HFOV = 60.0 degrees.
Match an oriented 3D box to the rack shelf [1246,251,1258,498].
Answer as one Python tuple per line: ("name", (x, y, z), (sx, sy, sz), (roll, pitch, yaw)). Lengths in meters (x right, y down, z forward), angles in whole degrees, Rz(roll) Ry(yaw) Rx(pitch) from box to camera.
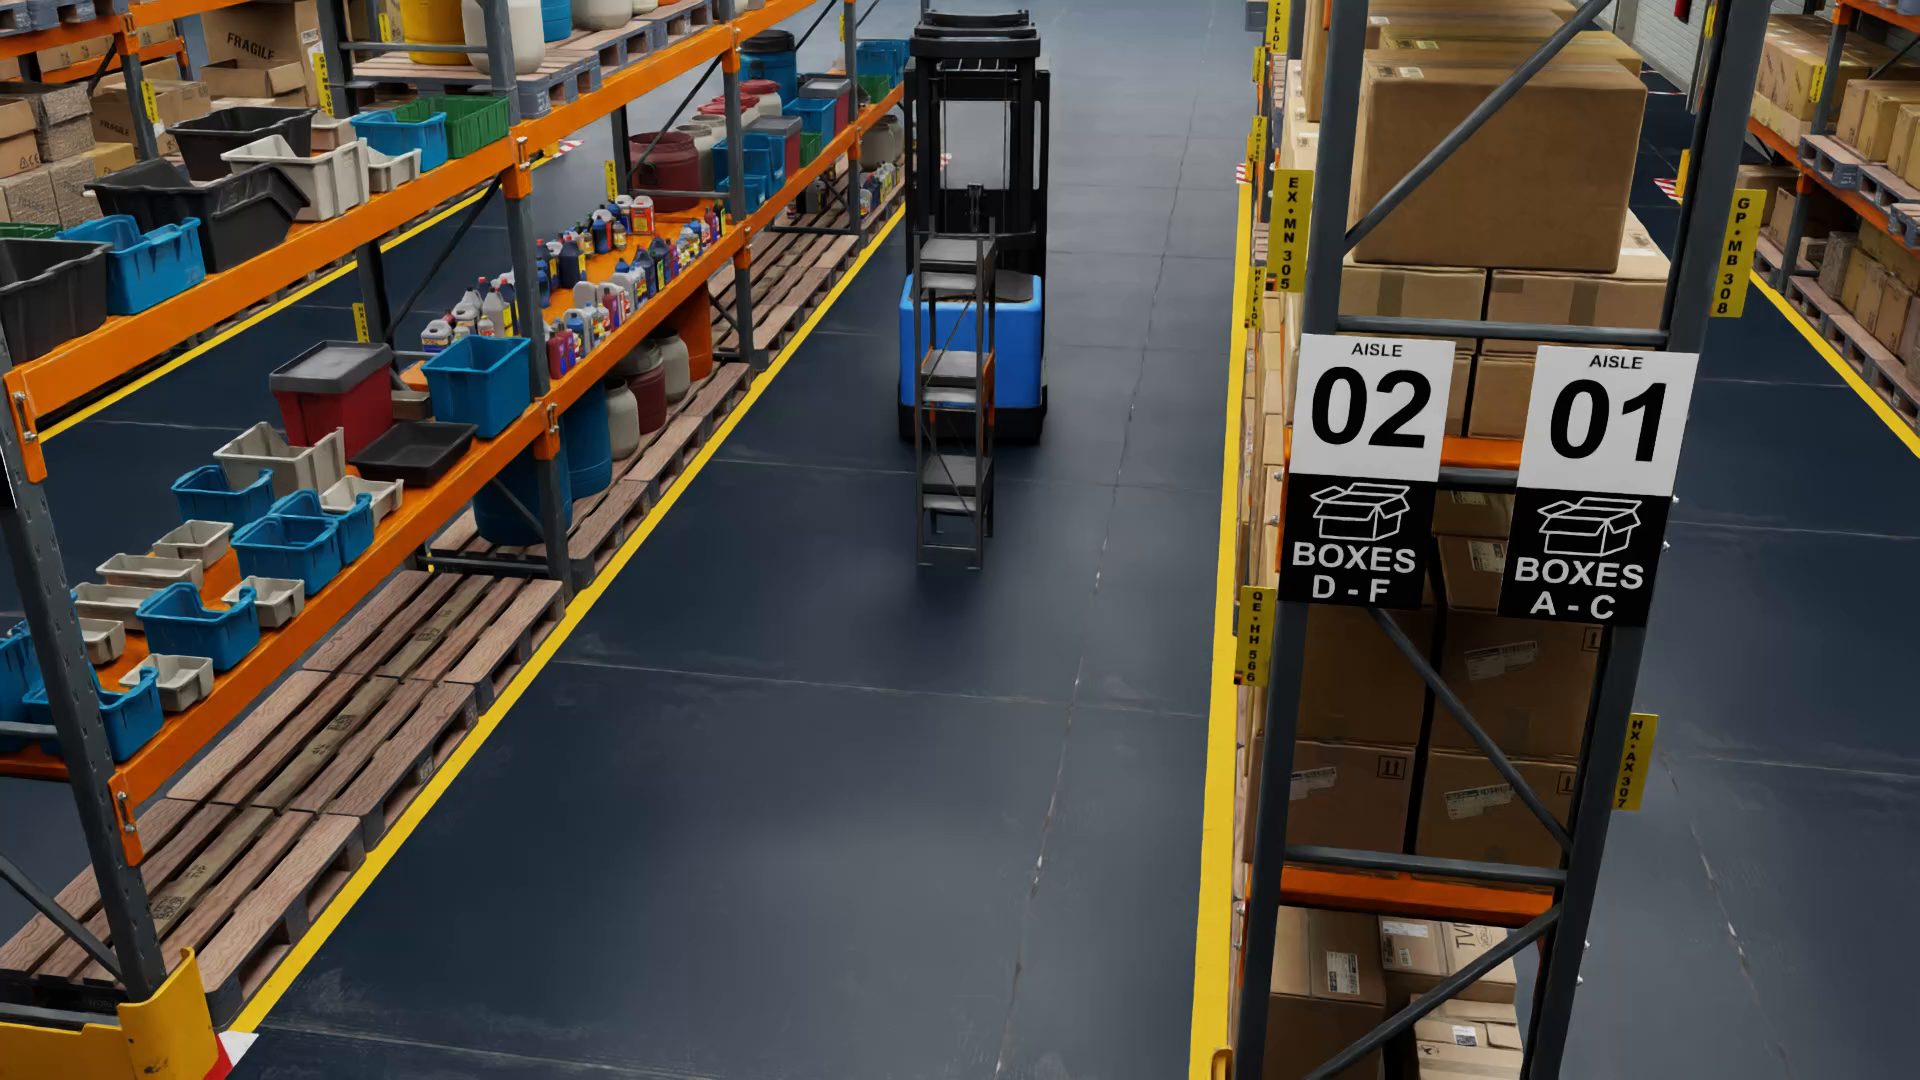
("rack shelf", (2.387, -1.185, 10.592), (1.077, 0.370, 4.000), (4, 25, 9))

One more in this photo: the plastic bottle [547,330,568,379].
("plastic bottle", (-2.345, -1.090, 9.679), (0.061, 0.283, 0.133), (4, 25, 9))

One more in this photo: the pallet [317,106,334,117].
("pallet", (-6.674, -4.312, 16.650), (1.003, 0.211, 1.213), (4, 25, 9))

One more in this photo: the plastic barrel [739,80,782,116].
("plastic barrel", (-1.892, -4.042, 15.686), (0.433, 0.535, 0.433), (0, 25, 0))

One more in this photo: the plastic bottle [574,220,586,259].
("plastic bottle", (-2.742, -2.138, 11.917), (0.061, 0.283, 0.133), (4, 25, 9))

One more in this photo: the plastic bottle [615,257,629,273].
("plastic bottle", (-2.250, -1.750, 11.103), (0.097, 0.271, 0.097), (0, 25, 0))

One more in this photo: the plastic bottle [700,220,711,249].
("plastic bottle", (-1.892, -2.260, 12.274), (0.097, 0.201, 0.097), (0, 25, 0))

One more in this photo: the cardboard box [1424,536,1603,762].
("cardboard box", (1.739, 0.333, 5.203), (0.500, 0.500, 0.500), (5, 26, 10))

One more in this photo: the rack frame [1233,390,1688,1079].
("rack frame", (1.406, 0.998, 5.079), (1.000, 3.000, 0.127), (4, 25, 9))

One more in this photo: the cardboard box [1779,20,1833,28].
("cardboard box", (8.949, -5.211, 17.613), (0.500, 0.500, 0.500), (4, 25, 9))

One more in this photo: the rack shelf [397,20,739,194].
("rack shelf", (-2.499, -2.888, 10.693), (1.077, 0.370, 4.000), (4, 25, 9))

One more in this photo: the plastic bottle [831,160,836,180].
("plastic bottle", (-1.469, -4.265, 19.023), (0.097, 0.271, 0.097), (0, 25, 0))

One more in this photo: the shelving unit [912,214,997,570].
("shelving unit", (-0.027, -0.882, 10.157), (0.431, 2.100, 0.503), (4, 25, 9))

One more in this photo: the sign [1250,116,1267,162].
("sign", (2.166, -2.909, 12.061), (0.100, 0.325, 0.005), (4, 25, 9))

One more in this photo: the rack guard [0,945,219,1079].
("rack guard", (-3.471, 1.797, 6.322), (1.175, 0.500, 0.348), (4, 25, 9))

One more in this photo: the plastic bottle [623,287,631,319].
("plastic bottle", (-2.177, -1.530, 10.715), (0.097, 0.201, 0.097), (0, 25, 0))

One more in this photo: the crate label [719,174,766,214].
("crate label", (-1.734, -2.767, 13.320), (0.303, 0.233, 0.416), (4, 25, 9))

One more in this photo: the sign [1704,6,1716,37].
("sign", (8.373, -5.781, 18.542), (0.100, 0.325, 0.005), (4, 25, 9))

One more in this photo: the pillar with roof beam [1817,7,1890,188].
("pillar with roof beam", (5.401, -8.014, 17.257), (9.100, 9.000, 0.400), (4, 25, 9))

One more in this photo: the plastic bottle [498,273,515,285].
("plastic bottle", (-2.917, -1.570, 10.713), (0.152, 0.276, 0.135), (4, 25, 9))

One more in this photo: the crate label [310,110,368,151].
("crate label", (-3.191, -2.074, 8.415), (0.293, 0.136, 0.466), (4, 25, 9))

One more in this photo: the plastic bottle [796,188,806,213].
("plastic bottle", (-1.698, -3.654, 17.624), (0.144, 0.351, 0.185), (3, 25, 7))

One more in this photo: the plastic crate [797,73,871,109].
("plastic crate", (-1.308, -4.547, 16.999), (0.767, 0.338, 0.504), (4, 25, 9))

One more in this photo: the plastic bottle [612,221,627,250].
("plastic bottle", (-2.512, -2.249, 12.251), (0.097, 0.201, 0.097), (0, 25, 0))

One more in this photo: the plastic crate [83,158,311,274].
("plastic crate", (-2.959, -1.297, 6.517), (0.504, 0.338, 0.767), (4, 25, 9))

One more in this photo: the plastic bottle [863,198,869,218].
("plastic bottle", (-1.001, -3.485, 17.439), (0.097, 0.201, 0.097), (0, 25, 0))

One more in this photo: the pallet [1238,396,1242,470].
("pallet", (2.554, -0.775, 12.156), (1.003, 0.211, 1.213), (4, 25, 9))

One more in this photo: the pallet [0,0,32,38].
("pallet", (-7.292, -3.567, 11.518), (1.003, 0.211, 1.213), (5, 26, 11))

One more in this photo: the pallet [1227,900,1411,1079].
("pallet", (1.548, 1.896, 6.450), (1.003, 0.211, 1.213), (4, 25, 9))

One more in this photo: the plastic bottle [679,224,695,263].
("plastic bottle", (-1.956, -2.129, 11.912), (0.097, 0.271, 0.097), (0, 25, 0))

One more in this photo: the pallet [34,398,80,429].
("pallet", (-7.464, -0.939, 12.507), (1.003, 0.211, 1.213), (4, 25, 9))

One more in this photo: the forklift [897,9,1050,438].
("forklift", (0.136, -2.654, 12.962), (1.130, 2.935, 3.031), (1, 25, 2))

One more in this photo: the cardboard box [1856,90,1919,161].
("cardboard box", (8.040, -3.480, 14.009), (0.700, 0.500, 0.500), (7, 26, 14))

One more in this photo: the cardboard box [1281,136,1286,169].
("cardboard box", (1.651, -1.570, 7.205), (0.500, 0.250, 0.500), (4, 25, 9))

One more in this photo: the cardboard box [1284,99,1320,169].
("cardboard box", (1.562, -1.588, 6.653), (0.500, 0.250, 0.500), (4, 25, 9))

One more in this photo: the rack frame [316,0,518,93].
("rack frame", (-2.826, -3.736, 8.117), (1.000, 3.000, 0.127), (4, 25, 9))

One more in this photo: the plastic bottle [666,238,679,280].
("plastic bottle", (-2.005, -1.963, 11.542), (0.061, 0.283, 0.133), (4, 25, 9))

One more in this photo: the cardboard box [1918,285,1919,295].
("cardboard box", (7.823, -1.951, 12.926), (0.500, 0.250, 0.500), (4, 25, 10))

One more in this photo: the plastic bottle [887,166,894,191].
("plastic bottle", (-0.824, -4.044, 18.545), (0.152, 0.276, 0.135), (3, 25, 7))

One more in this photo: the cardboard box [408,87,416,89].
("cardboard box", (-6.020, -4.767, 17.693), (0.380, 0.149, 0.250), (4, 25, 9))

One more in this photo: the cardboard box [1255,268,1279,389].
("cardboard box", (1.705, -0.995, 8.040), (0.500, 0.500, 0.500), (5, 25, 10))

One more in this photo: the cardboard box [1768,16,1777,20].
("cardboard box", (8.534, -5.454, 18.132), (0.500, 0.500, 0.500), (4, 25, 9))

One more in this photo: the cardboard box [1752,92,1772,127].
("cardboard box", (8.190, -4.258, 16.462), (0.500, 0.250, 0.500), (4, 25, 8))

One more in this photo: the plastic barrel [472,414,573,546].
("plastic barrel", (-2.721, -0.485, 10.229), (0.600, 0.901, 0.708), (4, 25, 9))

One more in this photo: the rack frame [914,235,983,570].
("rack frame", (-0.067, -0.780, 9.939), (0.400, 2.100, 0.015), (4, 25, 9))

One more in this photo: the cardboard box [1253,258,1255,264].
("cardboard box", (2.720, -2.211, 14.022), (0.500, 0.311, 0.500), (4, 25, 8))

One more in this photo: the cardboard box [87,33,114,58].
("cardboard box", (-10.928, -6.220, 20.323), (0.875, 0.550, 0.550), (4, 25, 9))

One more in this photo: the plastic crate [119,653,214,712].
("plastic crate", (-2.981, 0.537, 6.305), (0.250, 0.136, 0.298), (4, 25, 9))

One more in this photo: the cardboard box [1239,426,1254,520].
("cardboard box", (2.029, -0.384, 10.461), (0.500, 0.500, 0.500), (4, 25, 9))

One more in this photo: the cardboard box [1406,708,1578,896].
("cardboard box", (1.739, 0.786, 5.415), (0.500, 0.500, 0.500), (5, 25, 10))

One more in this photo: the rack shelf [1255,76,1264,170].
("rack shelf", (3.694, -4.531, 17.740), (1.077, 0.370, 4.000), (4, 25, 9))

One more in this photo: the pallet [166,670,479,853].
("pallet", (-3.105, 1.066, 8.224), (1.003, 0.211, 1.213), (4, 25, 9))

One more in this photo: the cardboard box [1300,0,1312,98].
("cardboard box", (1.797, -2.126, 6.918), (0.700, 0.500, 0.500), (4, 25, 9))
